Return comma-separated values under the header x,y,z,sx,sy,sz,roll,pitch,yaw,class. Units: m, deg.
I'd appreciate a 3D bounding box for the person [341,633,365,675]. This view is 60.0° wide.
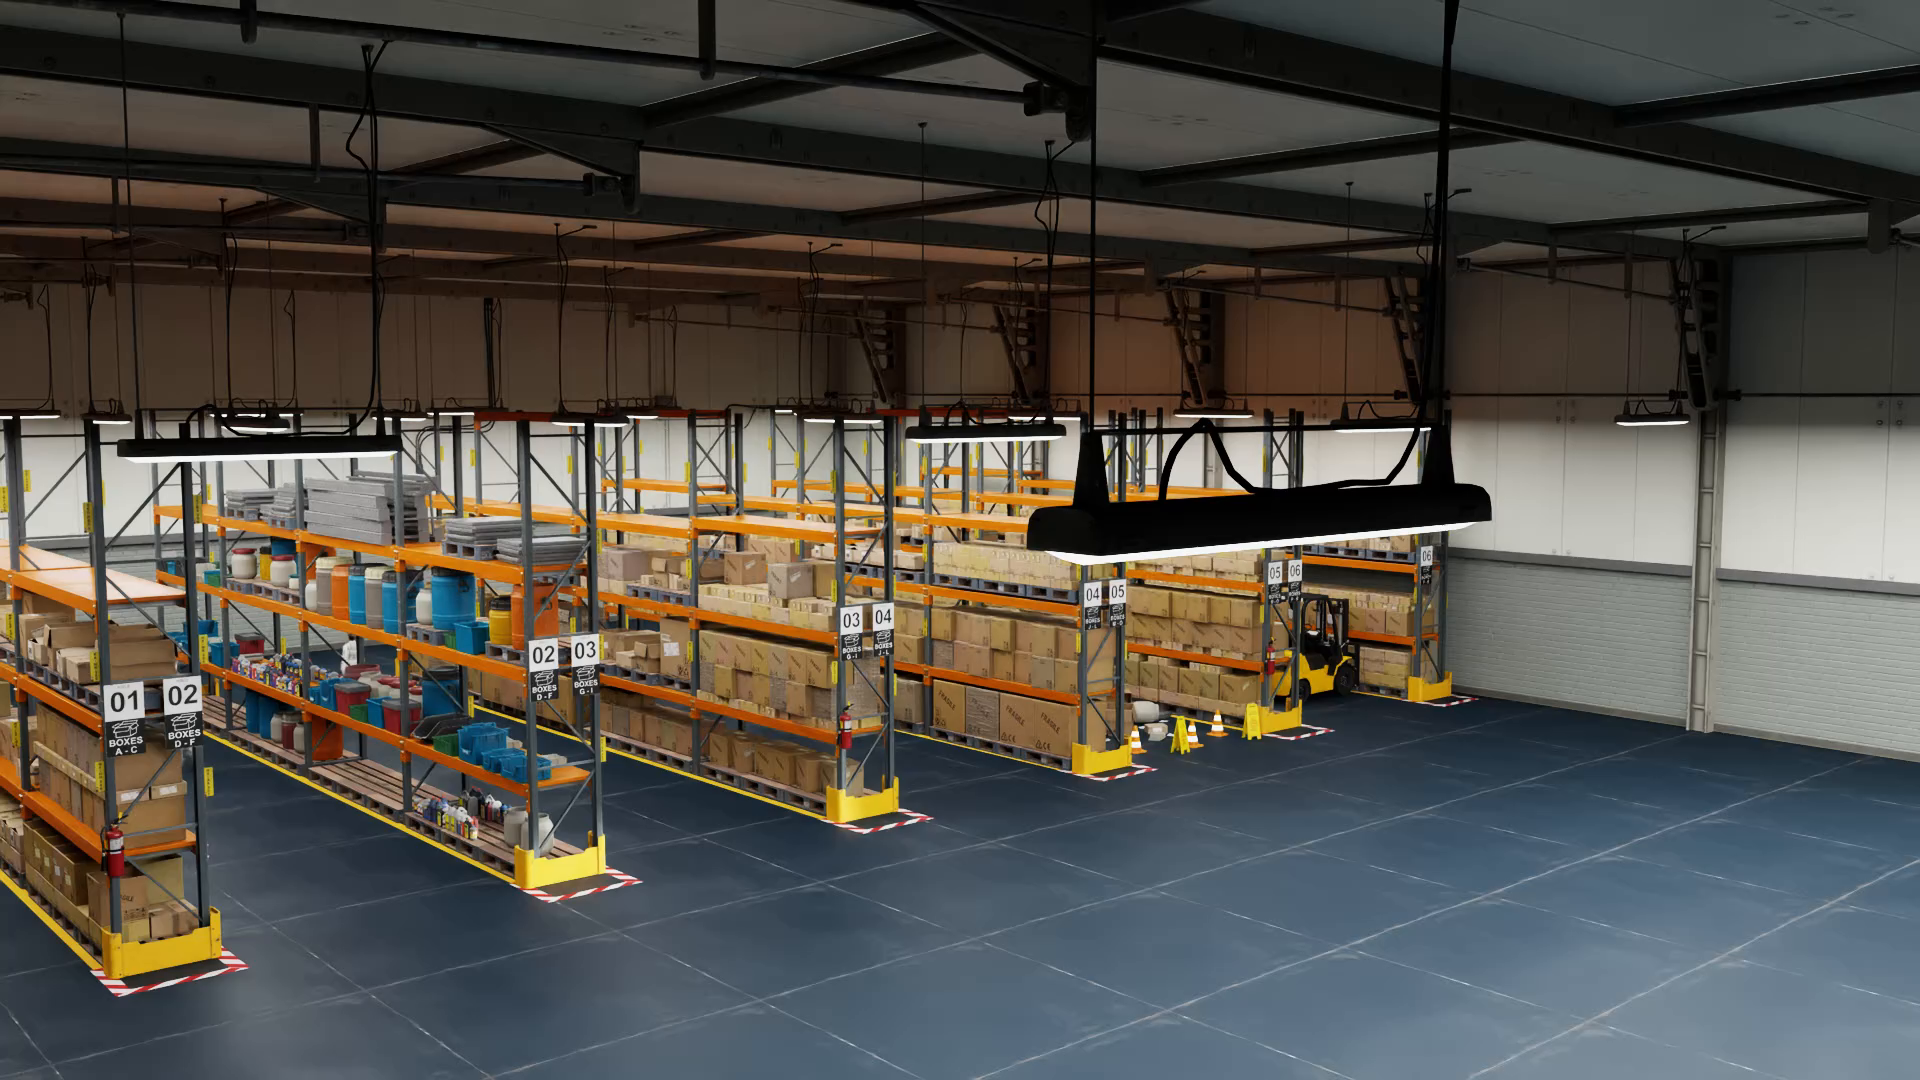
x,y,z,sx,sy,sz,roll,pitch,yaw,class
-12.003,2.602,32.908,0.437,1.672,0.520,4,7,41,person

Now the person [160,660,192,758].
x,y,z,sx,sy,sz,roll,pitch,yaw,class
-13.439,2.939,28.515,0.599,1.740,0.551,-3,6,-33,person
